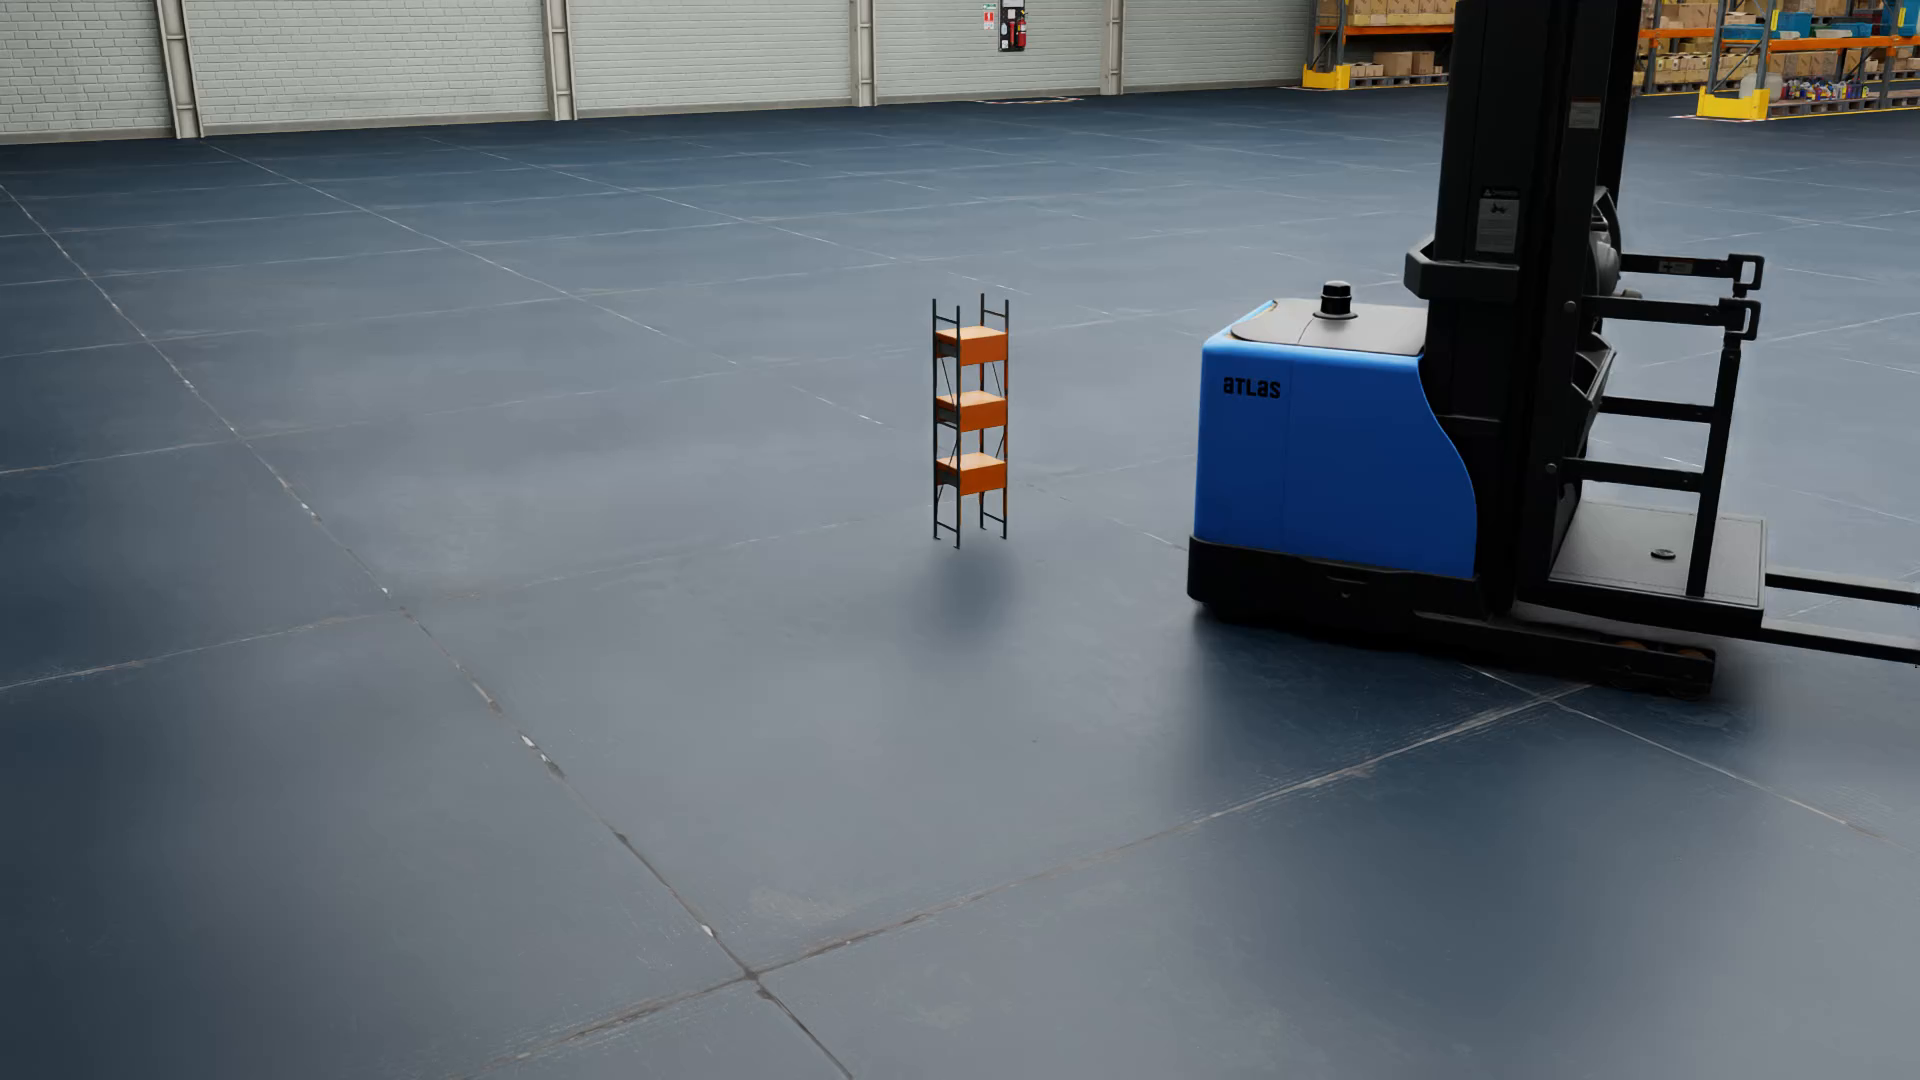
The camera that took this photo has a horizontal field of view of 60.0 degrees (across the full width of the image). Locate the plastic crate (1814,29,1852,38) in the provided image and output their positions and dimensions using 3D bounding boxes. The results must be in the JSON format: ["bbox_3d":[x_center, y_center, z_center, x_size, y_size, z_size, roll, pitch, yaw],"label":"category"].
[{"bbox_3d":[15.651,-9.064,29.785,0.437,0.136,0.530,-12,22,-31],"label":"plastic crate"}]

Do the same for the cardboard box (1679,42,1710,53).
[{"bbox_3d":[19.203,-12.809,43.696,0.500,0.500,0.700,-12,22,-32],"label":"cardboard box"}]

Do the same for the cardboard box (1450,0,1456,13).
[{"bbox_3d":[11.195,-12.321,38.037,0.500,0.500,0.500,-12,22,-32],"label":"cardboard box"}]

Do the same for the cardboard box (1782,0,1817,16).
[{"bbox_3d":[18.820,-12.071,37.454,0.500,0.500,0.700,-8,20,-21],"label":"cardboard box"}]

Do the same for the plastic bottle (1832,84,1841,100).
[{"bbox_3d":[15.921,-8.152,30.241,0.135,0.276,0.152,-11,22,-30],"label":"plastic bottle"}]

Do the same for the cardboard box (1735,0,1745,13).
[{"bbox_3d":[20.420,-14.225,44.170,0.700,0.700,0.980,-12,22,-32],"label":"cardboard box"}]

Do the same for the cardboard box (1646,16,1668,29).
[{"bbox_3d":[14.534,-10.896,35.025,0.500,0.250,0.500,-10,21,-28],"label":"cardboard box"}]

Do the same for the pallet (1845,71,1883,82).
[{"bbox_3d":[21.402,-11.077,39.682,1.213,0.211,1.003,-12,22,-31],"label":"pallet"}]

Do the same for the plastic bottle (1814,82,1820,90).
[{"bbox_3d":[15.911,-8.370,30.892,0.097,0.271,0.097,0,19,0],"label":"plastic bottle"}]

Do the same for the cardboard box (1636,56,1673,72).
[{"bbox_3d":[14.629,-10.037,35.012,0.500,0.311,0.500,-12,22,-31],"label":"cardboard box"}]

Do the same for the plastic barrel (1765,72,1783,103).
[{"bbox_3d":[14.454,-8.084,29.701,0.421,0.512,0.421,0,19,0],"label":"plastic barrel"}]

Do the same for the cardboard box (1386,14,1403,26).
[{"bbox_3d":[9.515,-11.611,37.110,0.500,0.250,0.500,-12,22,-32],"label":"cardboard box"}]

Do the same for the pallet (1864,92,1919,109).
[{"bbox_3d":[17.503,-8.371,31.676,1.213,0.211,1.003,-12,22,-31],"label":"pallet"}]

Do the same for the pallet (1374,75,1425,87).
[{"bbox_3d":[9.858,-10.528,38.057,1.213,0.211,1.003,-12,22,-31],"label":"pallet"}]

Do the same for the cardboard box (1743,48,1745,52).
[{"bbox_3d":[20.912,-13.171,44.769,0.500,0.500,0.700,-12,22,-31],"label":"cardboard box"}]

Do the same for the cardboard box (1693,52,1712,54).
[{"bbox_3d":[16.455,-10.627,36.757,0.500,0.311,0.500,-13,22,-33],"label":"cardboard box"}]

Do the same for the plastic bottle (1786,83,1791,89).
[{"bbox_3d":[15.162,-8.259,30.556,0.135,0.276,0.152,-13,22,-33],"label":"plastic bottle"}]

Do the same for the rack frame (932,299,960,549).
[{"bbox_3d":[-0.057,-0.485,7.041,0.008,1.050,0.200,-12,22,-31],"label":"rack frame"}]

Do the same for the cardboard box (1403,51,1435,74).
[{"bbox_3d":[10.575,-11.024,38.385,0.500,0.500,0.500,-14,23,-35],"label":"cardboard box"}]

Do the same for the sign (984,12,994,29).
[{"bbox_3d":[0.573,-10.308,32.997,0.234,0.329,0.001,-12,22,-31],"label":"sign"}]

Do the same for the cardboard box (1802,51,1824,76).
[{"bbox_3d":[19.314,-10.875,37.946,0.500,0.500,0.500,-13,23,-33],"label":"cardboard box"}]

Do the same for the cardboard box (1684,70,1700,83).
[{"bbox_3d":[15.479,-9.951,35.635,0.500,0.250,0.500,-13,22,-33],"label":"cardboard box"}]

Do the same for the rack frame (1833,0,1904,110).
[{"bbox_3d":[16.868,-9.543,30.789,0.127,3.000,1.000,-12,22,-31],"label":"rack frame"}]

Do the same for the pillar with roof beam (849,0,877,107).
[{"bbox_3d":[0.533,-11.420,26.973,0.400,9.000,9.100,-12,22,-31],"label":"pillar with roof beam"}]

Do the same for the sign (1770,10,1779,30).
[{"bbox_3d":[13.826,-8.822,28.223,0.005,0.325,0.100,-12,22,-31],"label":"sign"}]

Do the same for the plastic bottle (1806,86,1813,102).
[{"bbox_3d":[15.213,-7.990,29.770,0.097,0.271,0.097,0,19,0],"label":"plastic bottle"}]

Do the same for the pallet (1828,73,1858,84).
[{"bbox_3d":[20.170,-10.803,38.871,1.213,0.211,1.003,-12,22,-31],"label":"pallet"}]

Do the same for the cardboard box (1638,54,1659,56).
[{"bbox_3d":[14.759,-10.272,35.707,0.500,0.311,0.500,-11,22,-30],"label":"cardboard box"}]

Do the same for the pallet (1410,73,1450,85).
[{"bbox_3d":[10.878,-10.744,38.696,1.213,0.211,1.003,-12,22,-31],"label":"pallet"}]

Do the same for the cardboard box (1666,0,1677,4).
[{"bbox_3d":[17.854,-13.651,42.289,0.500,0.500,0.500,-12,22,-32],"label":"cardboard box"}]

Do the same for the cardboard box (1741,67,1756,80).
[{"bbox_3d":[17.182,-10.312,36.700,0.500,0.250,0.500,-11,22,-30],"label":"cardboard box"}]

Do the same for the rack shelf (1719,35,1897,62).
[{"bbox_3d":[15.198,-8.850,29.862,4.000,0.370,1.077,-12,22,-31],"label":"rack shelf"}]

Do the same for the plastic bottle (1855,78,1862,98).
[{"bbox_3d":[16.489,-8.306,30.579,0.185,0.351,0.144,-13,22,-33],"label":"plastic bottle"}]

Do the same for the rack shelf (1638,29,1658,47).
[{"bbox_3d":[12.477,-10.176,33.783,4.000,0.370,1.077,-12,22,-31],"label":"rack shelf"}]

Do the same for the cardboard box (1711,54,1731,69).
[{"bbox_3d":[16.332,-10.396,36.073,0.500,0.311,0.500,-12,22,-32],"label":"cardboard box"}]

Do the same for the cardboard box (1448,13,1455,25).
[{"bbox_3d":[11.190,-11.967,38.162,0.500,0.250,0.500,-12,22,-31],"label":"cardboard box"}]

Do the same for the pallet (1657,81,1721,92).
[{"bbox_3d":[15.761,-9.904,36.211,1.213,0.211,1.003,-12,22,-31],"label":"pallet"}]

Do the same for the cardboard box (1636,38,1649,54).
[{"bbox_3d":[16.889,-12.476,42.166,0.750,0.750,0.750,-11,22,-30],"label":"cardboard box"}]

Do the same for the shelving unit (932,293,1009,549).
[{"bbox_3d":[0.045,-0.507,7.105,0.252,1.050,0.215,-12,22,-31],"label":"shelving unit"}]

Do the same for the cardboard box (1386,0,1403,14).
[{"bbox_3d":[9.496,-11.960,36.969,0.500,0.500,0.500,-13,22,-33],"label":"cardboard box"}]

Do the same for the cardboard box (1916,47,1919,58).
[{"bbox_3d":[23.850,-11.845,40.814,0.500,0.500,0.500,-12,22,-31],"label":"cardboard box"}]

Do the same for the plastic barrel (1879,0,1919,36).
[{"bbox_3d":[17.357,-9.768,30.670,0.708,0.901,0.600,-12,22,-31],"label":"plastic barrel"}]

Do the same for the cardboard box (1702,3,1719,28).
[{"bbox_3d":[16.095,-11.321,35.891,0.500,0.500,0.500,-13,23,-34],"label":"cardboard box"}]

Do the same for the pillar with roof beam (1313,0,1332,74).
[{"bbox_3d":[10.555,-13.534,33.226,0.400,9.000,9.100,-12,22,-31],"label":"pillar with roof beam"}]

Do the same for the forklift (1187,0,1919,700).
[{"bbox_3d":[2.433,-1.041,5.748,3.031,2.935,1.130,9,20,24],"label":"forklift"}]

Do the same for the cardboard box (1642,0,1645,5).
[{"bbox_3d":[13.830,-11.075,34.152,0.250,0.149,0.380,-12,22,-33],"label":"cardboard box"}]

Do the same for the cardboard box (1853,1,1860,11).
[{"bbox_3d":[21.105,-12.482,39.326,0.500,0.500,0.500,-11,22,-31],"label":"cardboard box"}]

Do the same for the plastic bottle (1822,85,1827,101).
[{"bbox_3d":[15.583,-8.068,30.000,0.097,0.271,0.097,0,19,0],"label":"plastic bottle"}]

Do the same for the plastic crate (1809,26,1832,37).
[{"bbox_3d":[15.579,-9.279,30.339,0.662,0.188,0.450,-12,22,-31],"label":"plastic crate"}]

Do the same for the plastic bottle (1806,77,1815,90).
[{"bbox_3d":[15.808,-8.432,30.952,0.185,0.351,0.144,-13,23,-34],"label":"plastic bottle"}]

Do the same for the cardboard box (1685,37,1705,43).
[{"bbox_3d":[19.168,-13.040,43.367,0.250,0.149,0.380,-11,22,-30],"label":"cardboard box"}]

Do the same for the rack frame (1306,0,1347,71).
[{"bbox_3d":[8.079,-11.488,36.543,0.127,3.000,1.000,-12,22,-31],"label":"rack frame"}]

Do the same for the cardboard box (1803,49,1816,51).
[{"bbox_3d":[19.455,-11.461,38.508,0.500,0.250,0.500,-12,22,-31],"label":"cardboard box"}]
